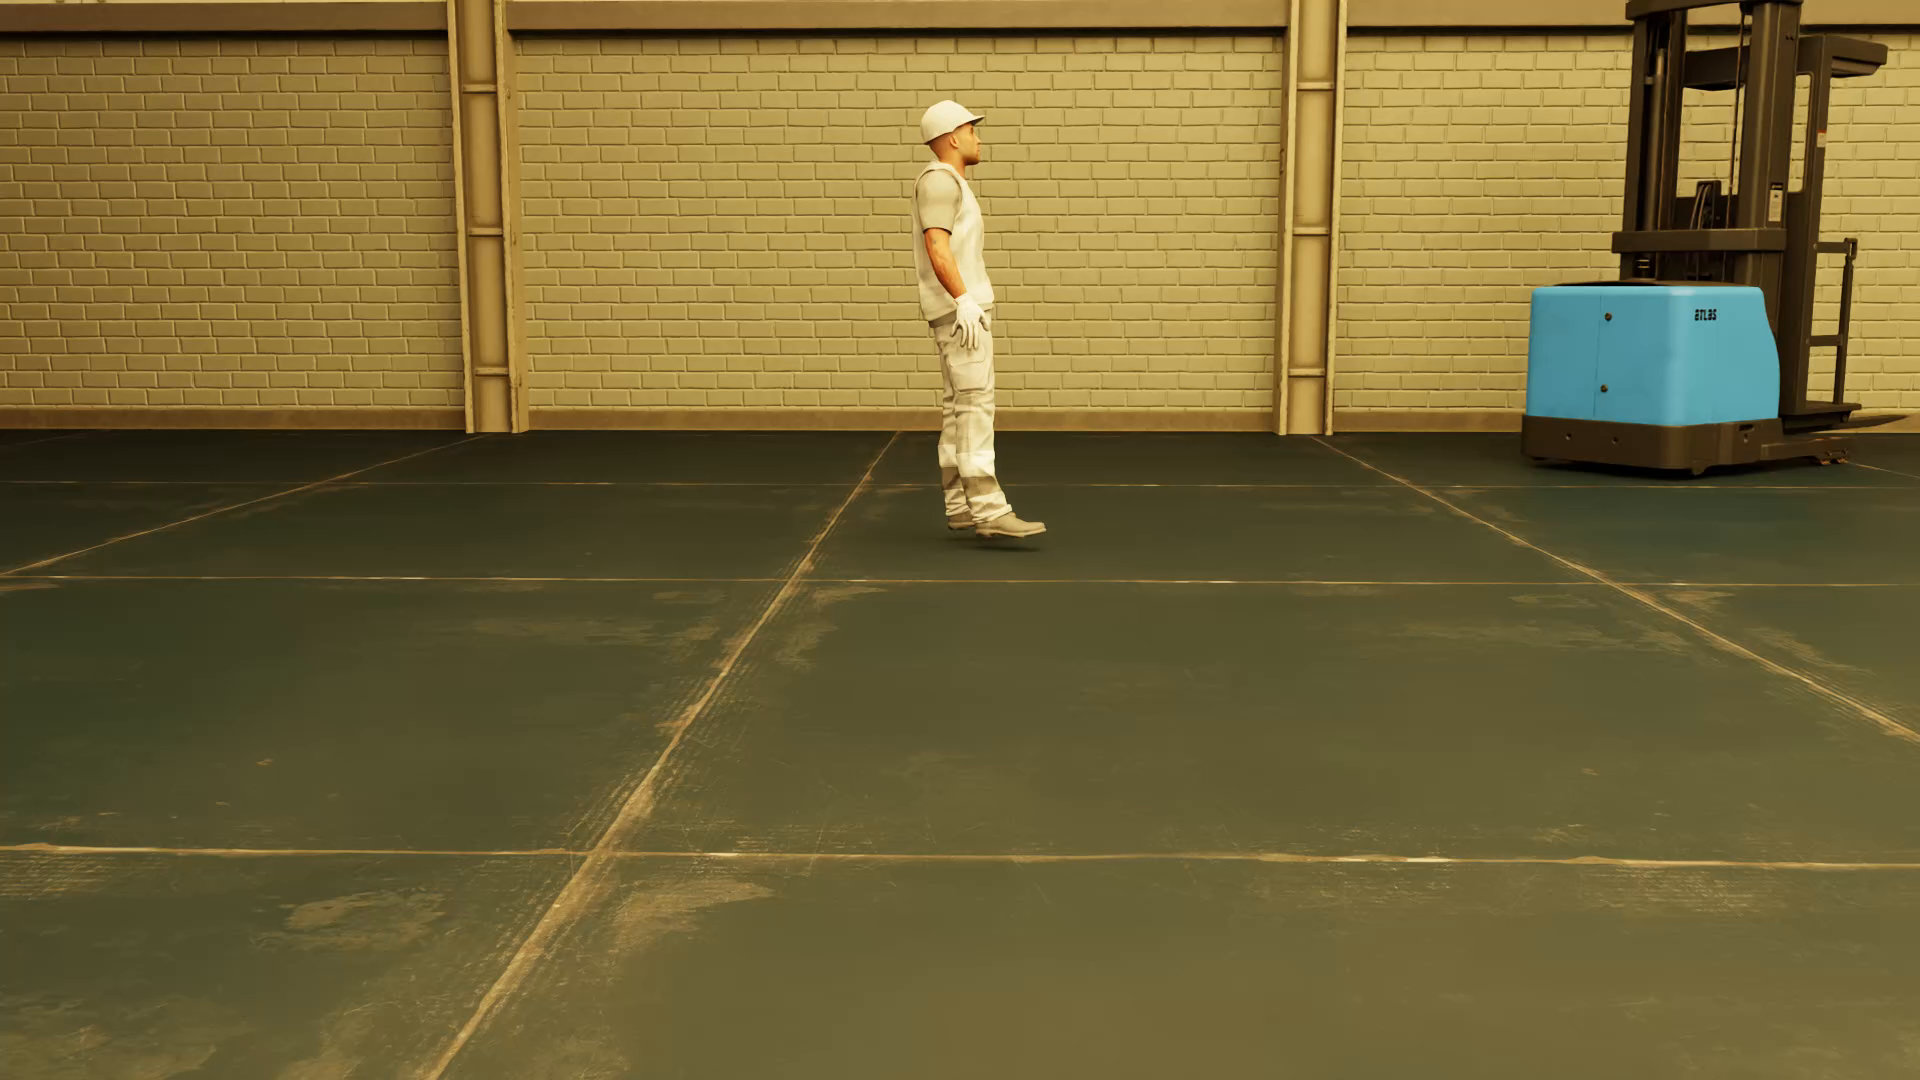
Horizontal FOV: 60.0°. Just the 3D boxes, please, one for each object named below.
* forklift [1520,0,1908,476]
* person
[{"bbox_3d":[4.865,-1.959,10.246,3.031,2.935,1.130,-6,11,-35],"label":"forklift"},{"bbox_3d":[0.079,-0.929,6.970,0.564,1.787,0.637,0,9,1],"label":"person"}]
